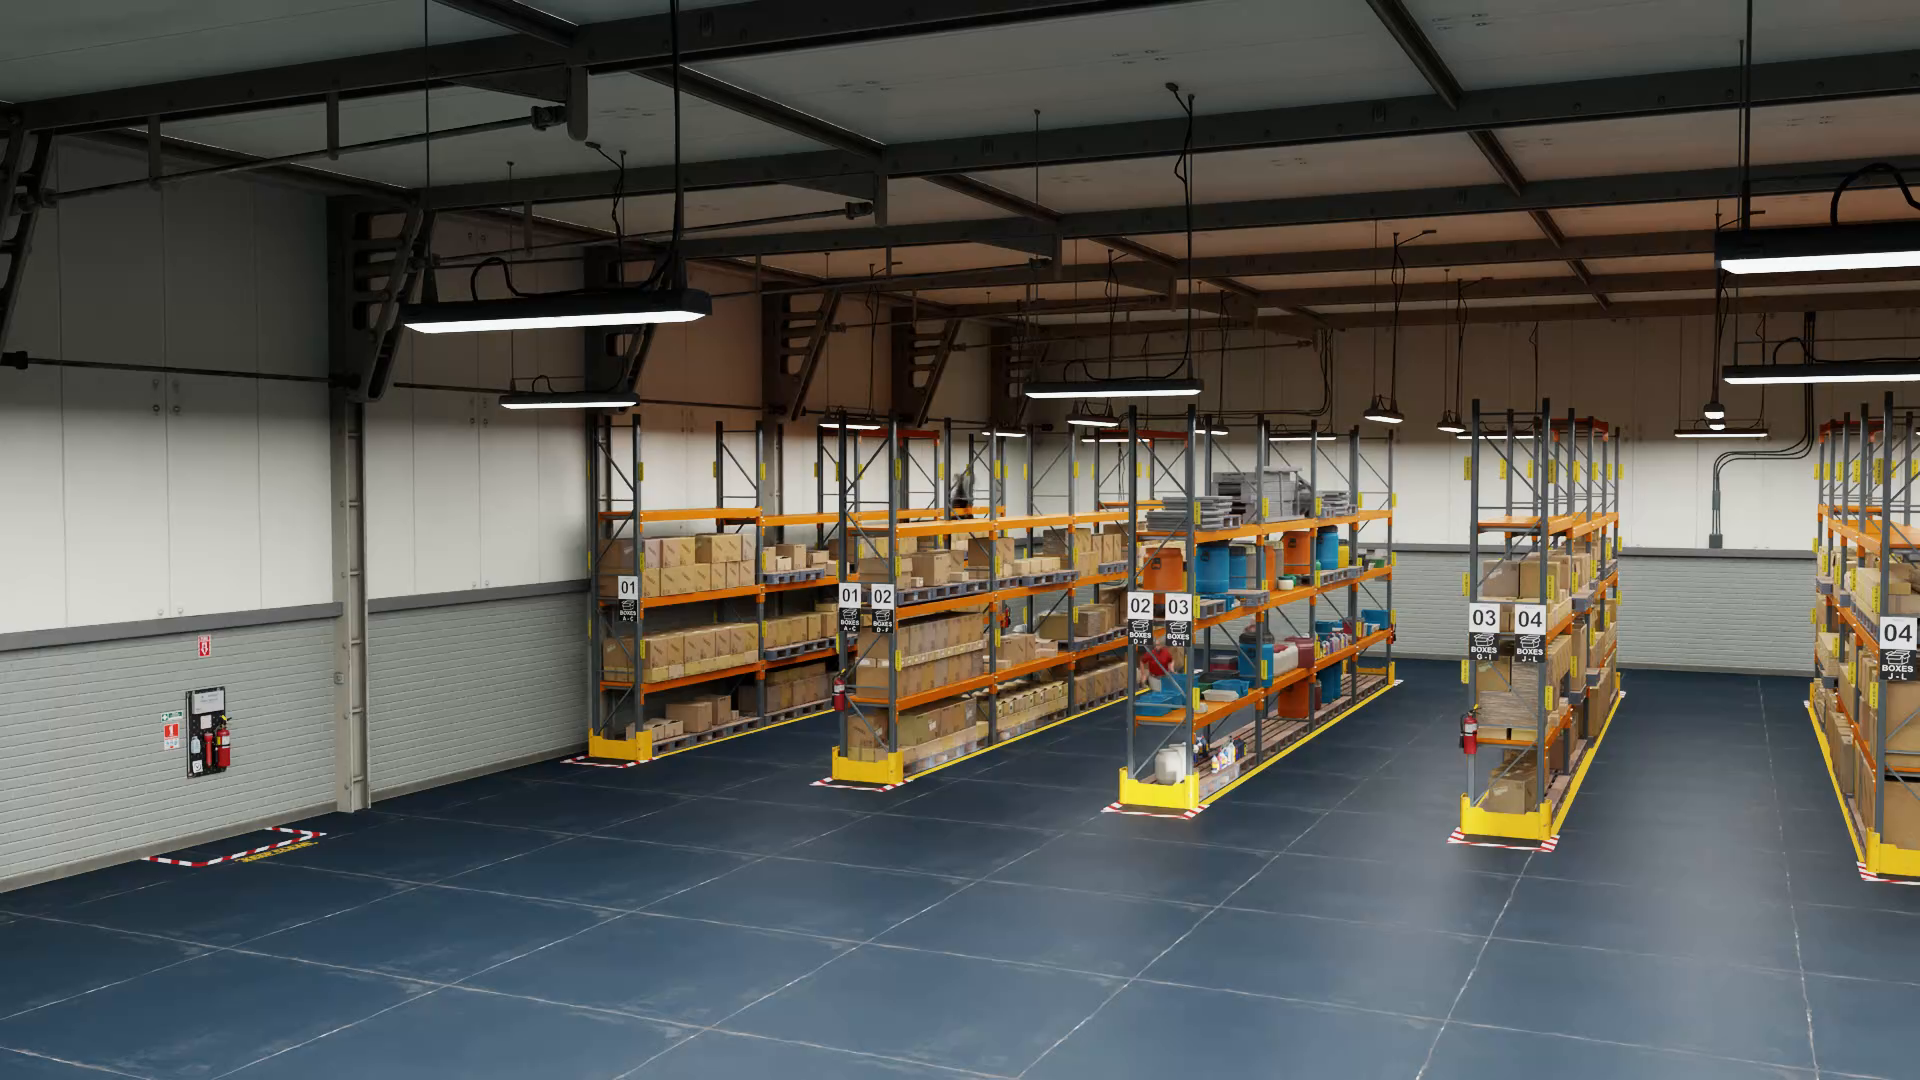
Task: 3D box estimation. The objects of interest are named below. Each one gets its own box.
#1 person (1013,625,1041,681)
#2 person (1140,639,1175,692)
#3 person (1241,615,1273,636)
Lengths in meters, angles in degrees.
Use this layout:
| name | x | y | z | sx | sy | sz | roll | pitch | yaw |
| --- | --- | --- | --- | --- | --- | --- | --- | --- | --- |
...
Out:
| name | x | y | z | sx | sy | sz | roll | pitch | yaw |
| --- | --- | --- | --- | --- | --- | --- | --- | --- | --- |
| person | 1.546 | 2.685 | 37.901 | 0.666 | 1.547 | 1.173 | 2 | 3 | 42 |
| person | 4.037 | 2.832 | 33.586 | 0.694 | 1.699 | 0.826 | -1 | 2 | -19 |
| person | 6.648 | 2.579 | 37.525 | 0.693 | 1.780 | 0.843 | 1 | 3 | 32 |
